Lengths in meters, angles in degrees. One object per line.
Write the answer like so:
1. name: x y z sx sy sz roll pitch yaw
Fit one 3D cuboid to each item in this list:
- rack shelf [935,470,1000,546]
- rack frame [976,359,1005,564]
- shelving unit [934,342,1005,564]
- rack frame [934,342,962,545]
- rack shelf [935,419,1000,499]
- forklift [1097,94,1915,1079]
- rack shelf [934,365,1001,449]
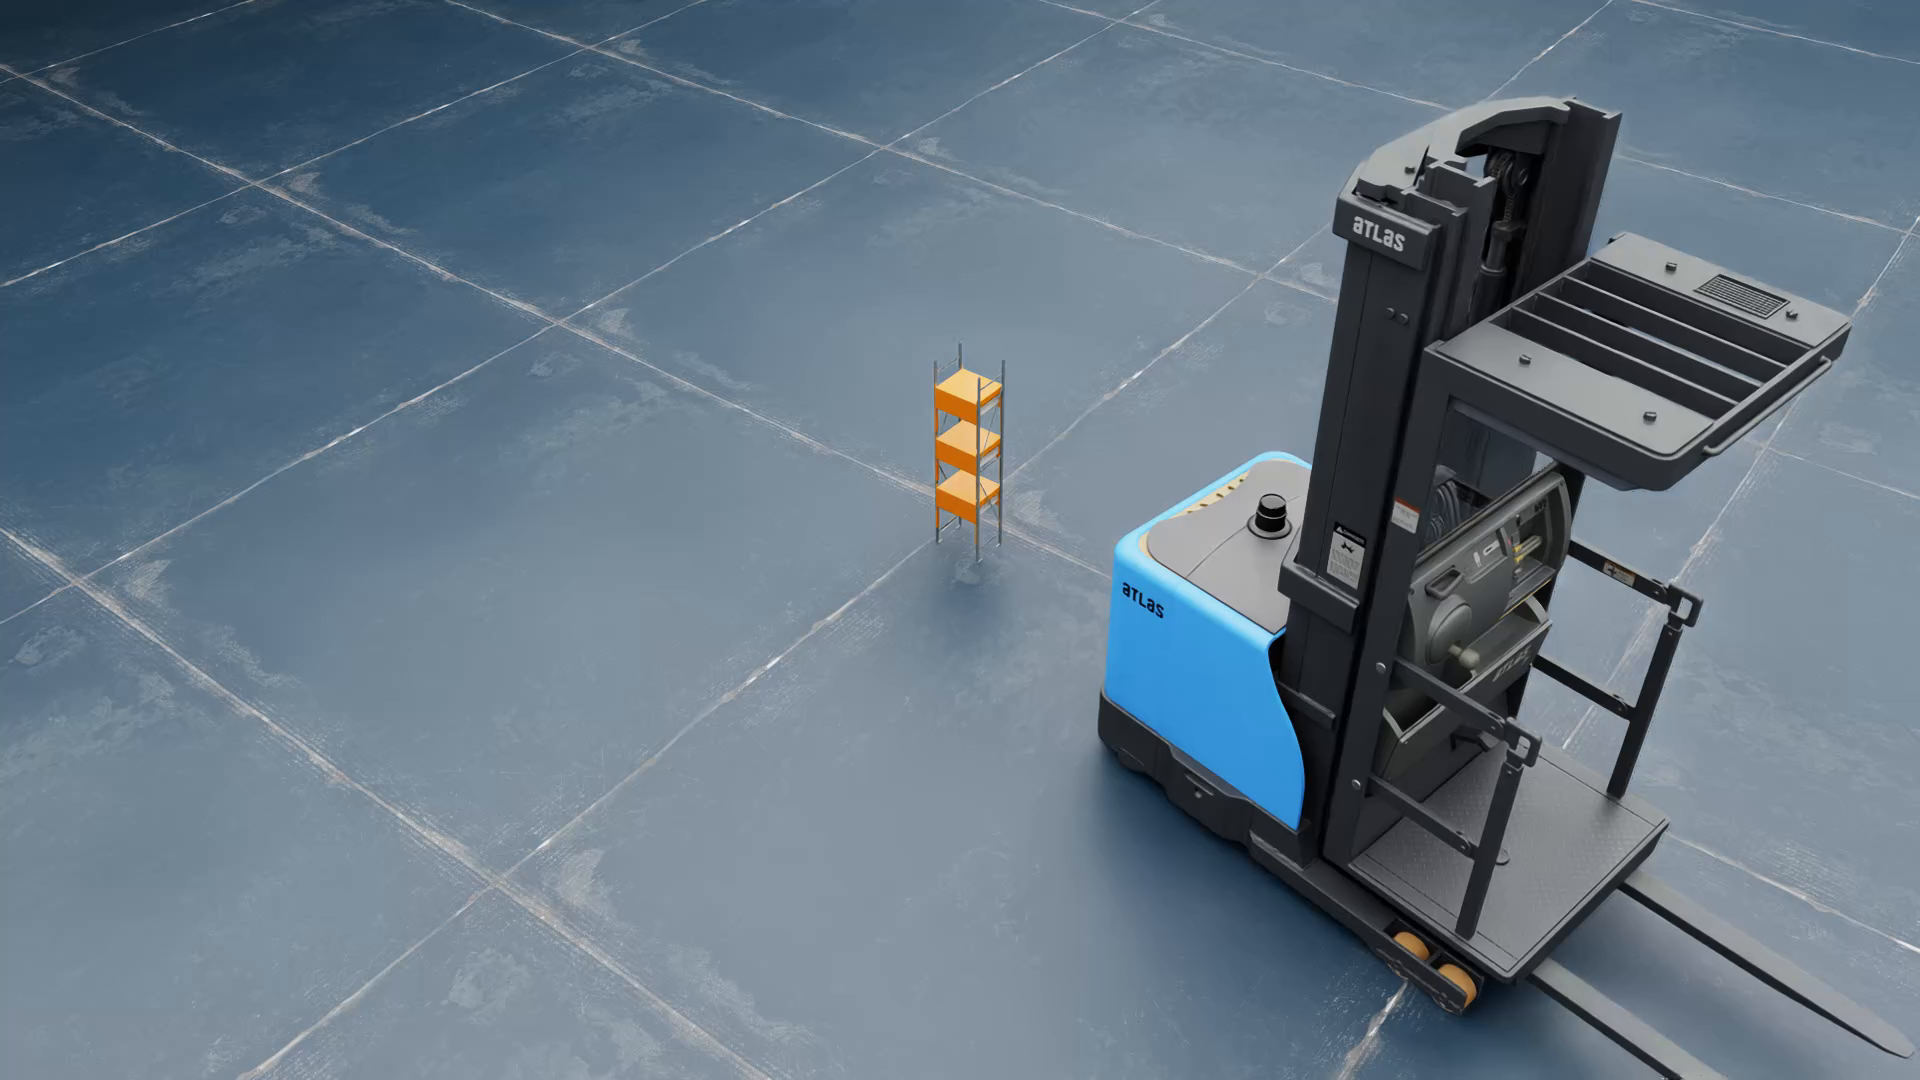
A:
1. rack shelf: 0.042 -0.166 7.939 0.240 0.259 0.215 25 45 29
2. rack frame: 0.139 -0.348 7.703 0.008 1.050 0.200 25 45 29
3. shelving unit: 0.042 -0.393 7.762 0.252 1.050 0.215 25 45 29
4. rack frame: -0.054 -0.439 7.820 0.008 1.050 0.200 25 45 29
5. rack shelf: 0.042 -0.385 7.768 0.240 0.259 0.215 25 45 29
6. forklift: 1.939 0.173 5.512 1.130 2.935 3.031 -29 47 -32
7. rack shelf: 0.042 -0.608 7.593 0.240 0.259 0.215 25 45 29
